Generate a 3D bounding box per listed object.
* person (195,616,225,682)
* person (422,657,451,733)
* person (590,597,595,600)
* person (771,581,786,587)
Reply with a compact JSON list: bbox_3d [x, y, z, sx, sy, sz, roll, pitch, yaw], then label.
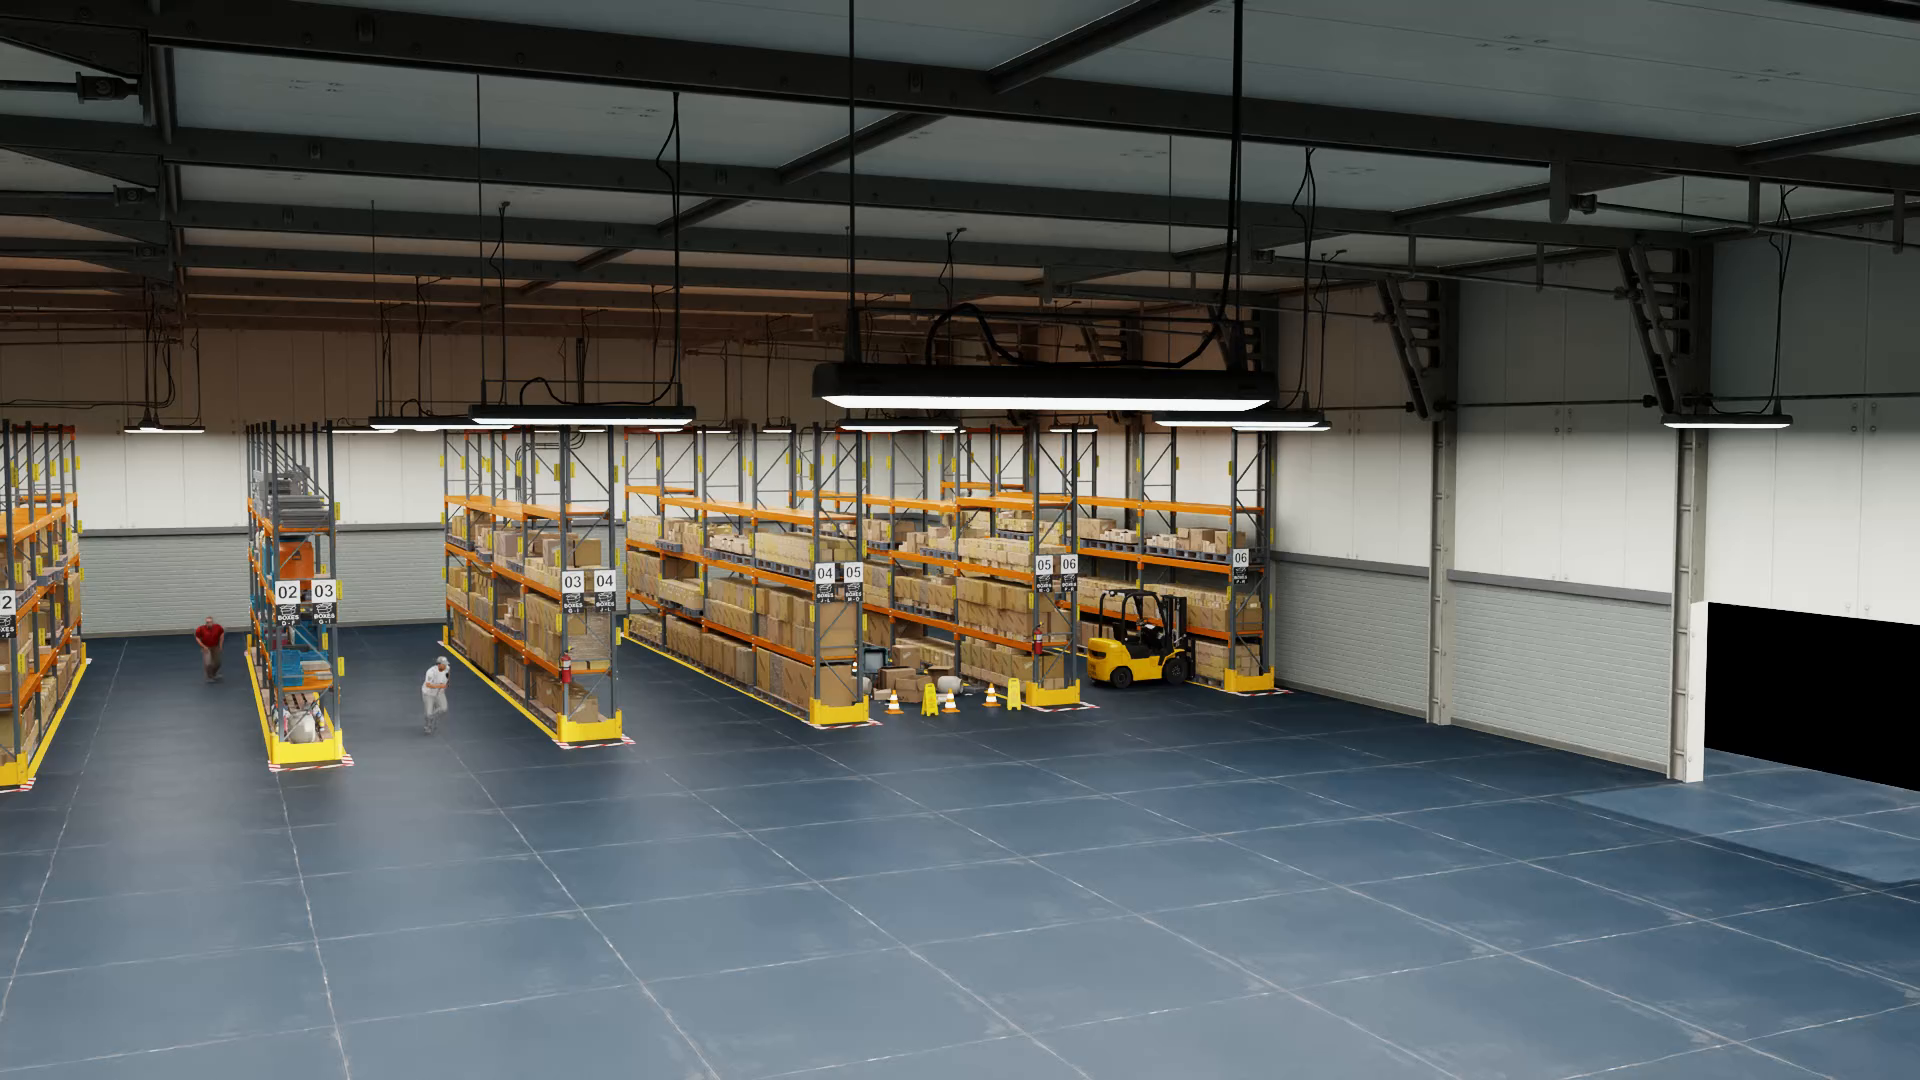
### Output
[{"bbox_3d":[-17.431,2.524,38.656,0.689,1.571,0.881,-3,5,-42],"label":"person"},{"bbox_3d":[-10.041,2.969,31.990,0.860,1.510,0.625,3,5,43],"label":"person"},{"bbox_3d":[-9.688,2.139,43.954,0.561,1.733,0.813,-1,4,-21],"label":"person"},{"bbox_3d":[-5.589,1.598,51.934,0.852,1.826,0.690,-3,5,-39],"label":"person"}]
